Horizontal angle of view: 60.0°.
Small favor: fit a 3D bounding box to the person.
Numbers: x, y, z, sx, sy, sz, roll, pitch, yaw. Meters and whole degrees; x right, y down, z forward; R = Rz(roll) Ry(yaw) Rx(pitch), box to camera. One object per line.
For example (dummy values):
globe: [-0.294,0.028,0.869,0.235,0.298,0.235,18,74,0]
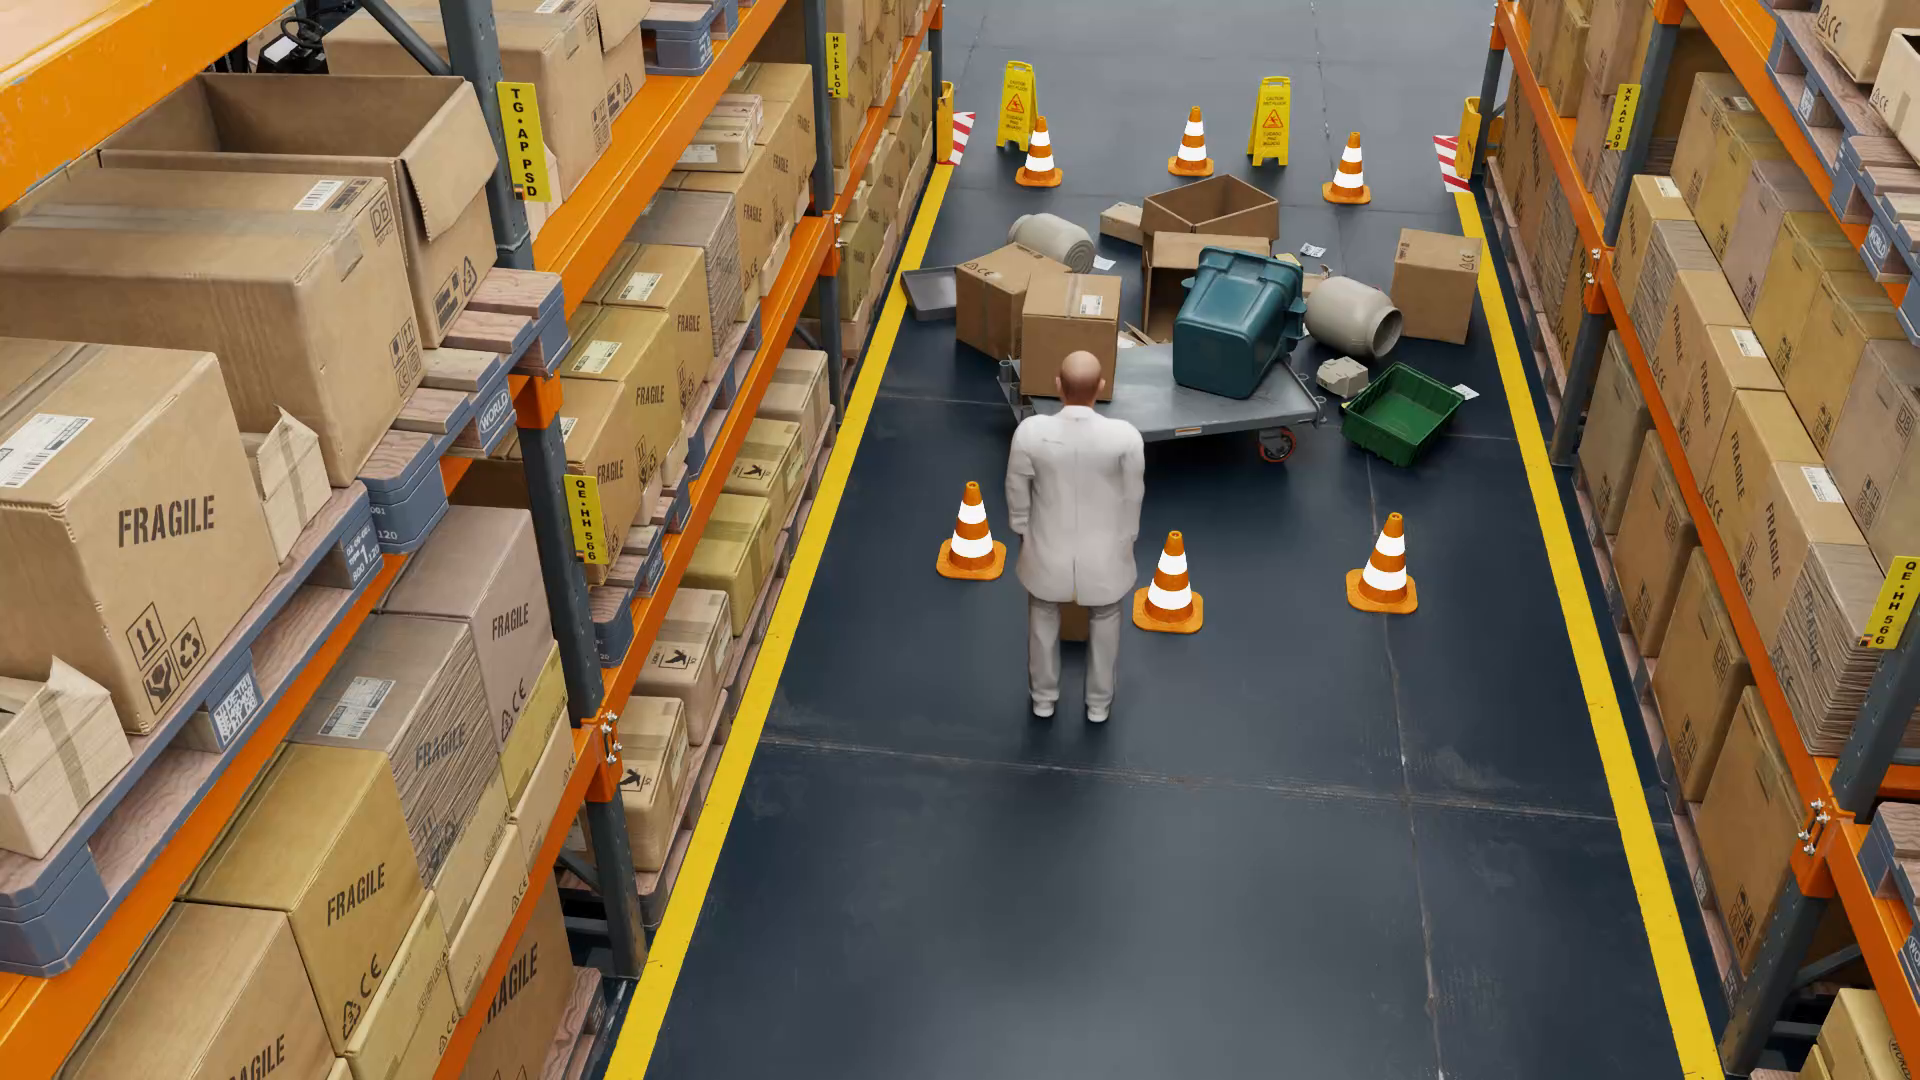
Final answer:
person: [0.479,0.000,7.086,0.579,1.752,0.390,5,36,7]
